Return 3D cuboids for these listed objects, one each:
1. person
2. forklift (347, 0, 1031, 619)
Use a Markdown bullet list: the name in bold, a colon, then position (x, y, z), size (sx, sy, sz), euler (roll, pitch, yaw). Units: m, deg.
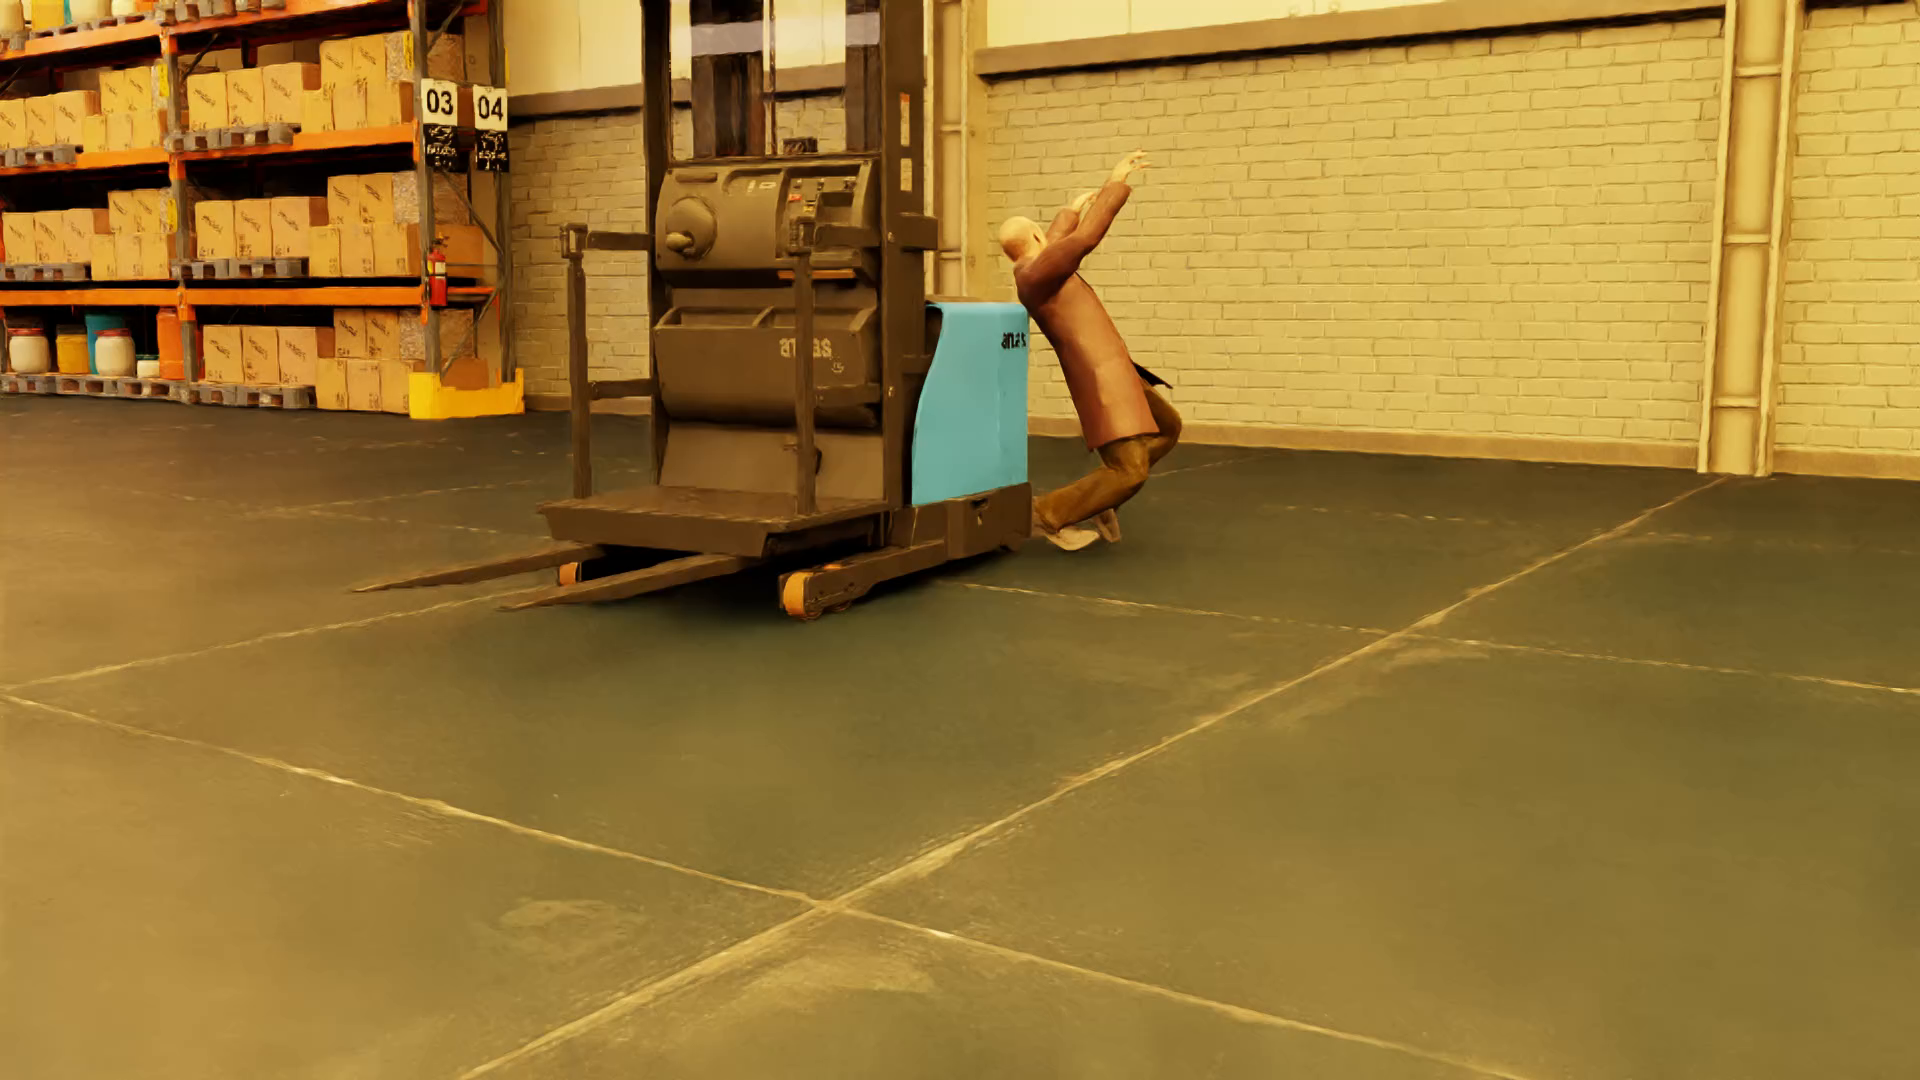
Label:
- **person**: position (0.591, -0.801, 7.374), size (0.795, 1.710, 1.104), euler (1, 8, 8)
- **forklift**: position (-0.835, -1.251, 5.992), size (1.130, 2.935, 3.031), euler (4, 9, 28)
